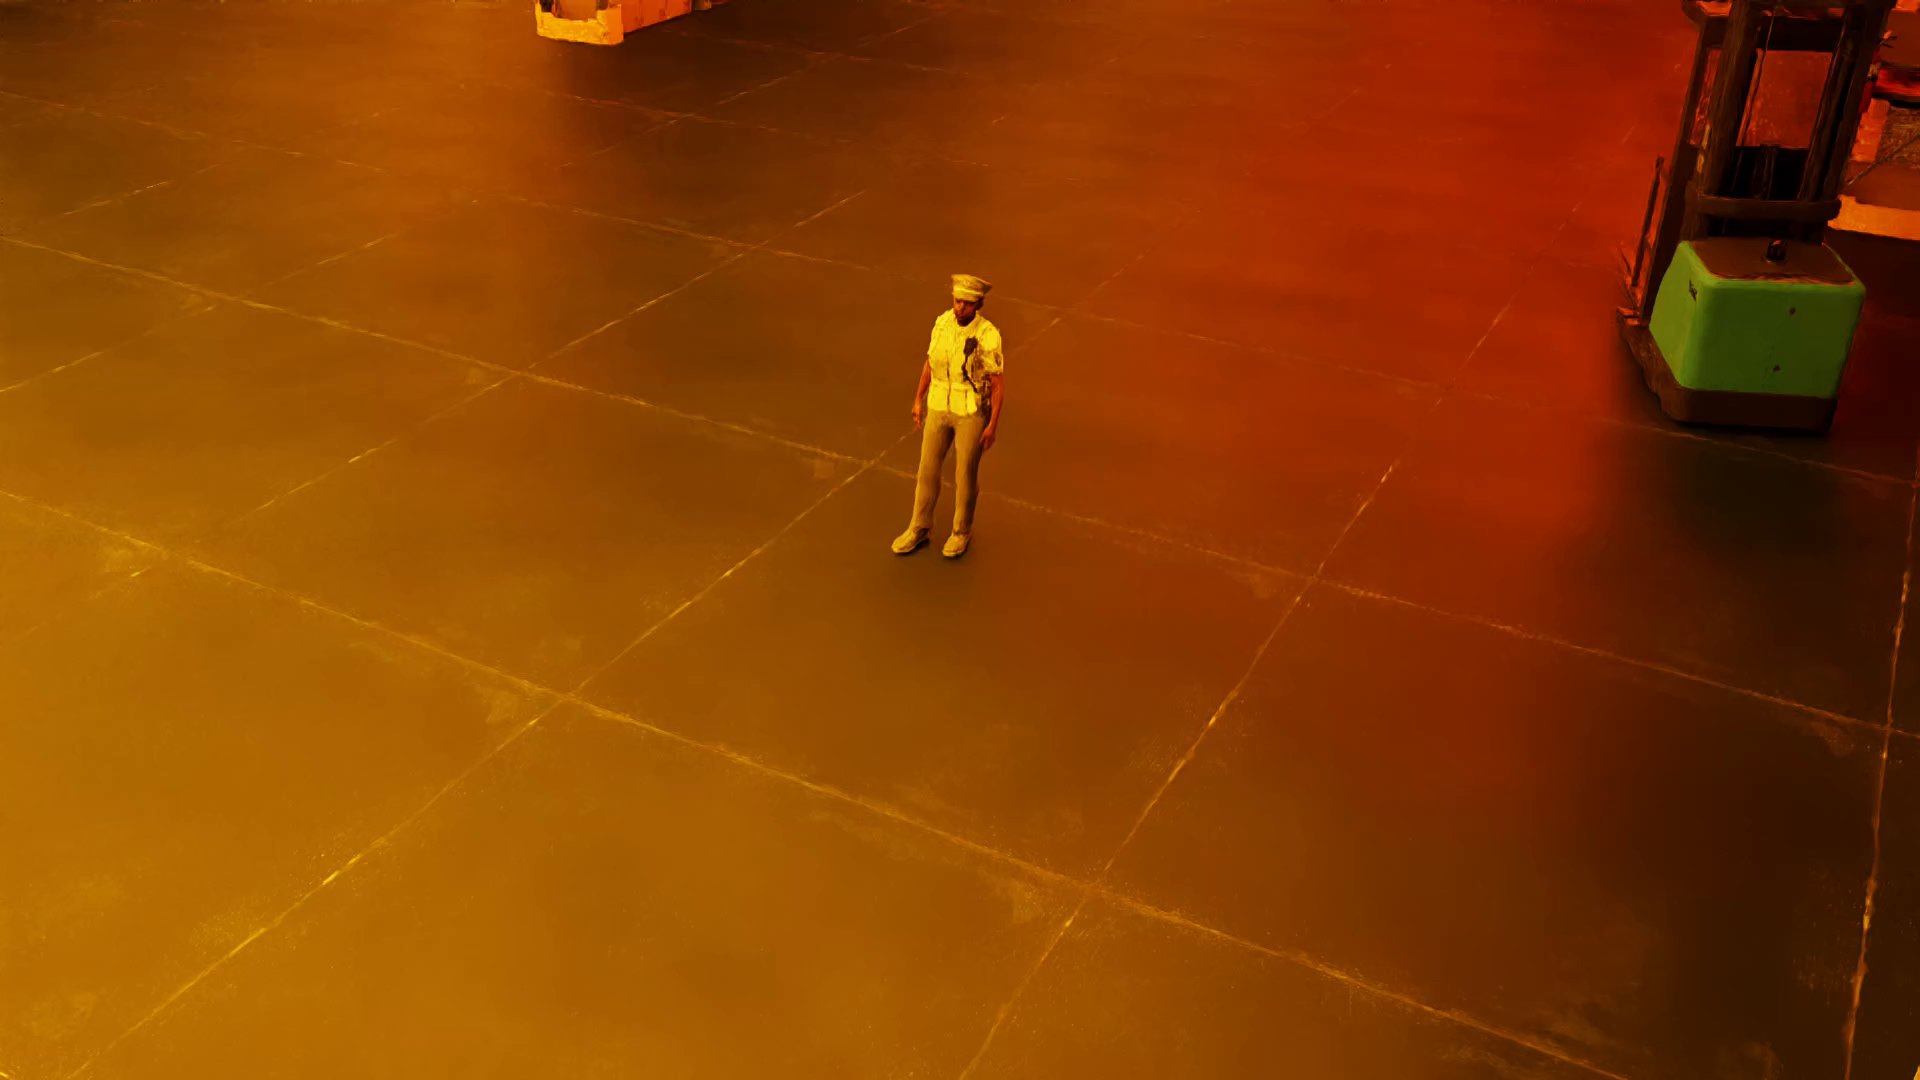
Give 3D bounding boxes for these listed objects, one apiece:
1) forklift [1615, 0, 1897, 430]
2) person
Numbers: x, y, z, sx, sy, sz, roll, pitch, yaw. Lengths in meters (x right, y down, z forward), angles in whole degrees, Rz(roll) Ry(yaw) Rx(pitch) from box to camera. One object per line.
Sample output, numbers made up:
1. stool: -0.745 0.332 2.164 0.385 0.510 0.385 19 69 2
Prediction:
1. forklift: 5.565 -2.721 11.785 1.130 2.935 3.031 4 30 8
2. person: -0.054 -0.711 9.527 0.570 1.693 0.529 15 33 25
